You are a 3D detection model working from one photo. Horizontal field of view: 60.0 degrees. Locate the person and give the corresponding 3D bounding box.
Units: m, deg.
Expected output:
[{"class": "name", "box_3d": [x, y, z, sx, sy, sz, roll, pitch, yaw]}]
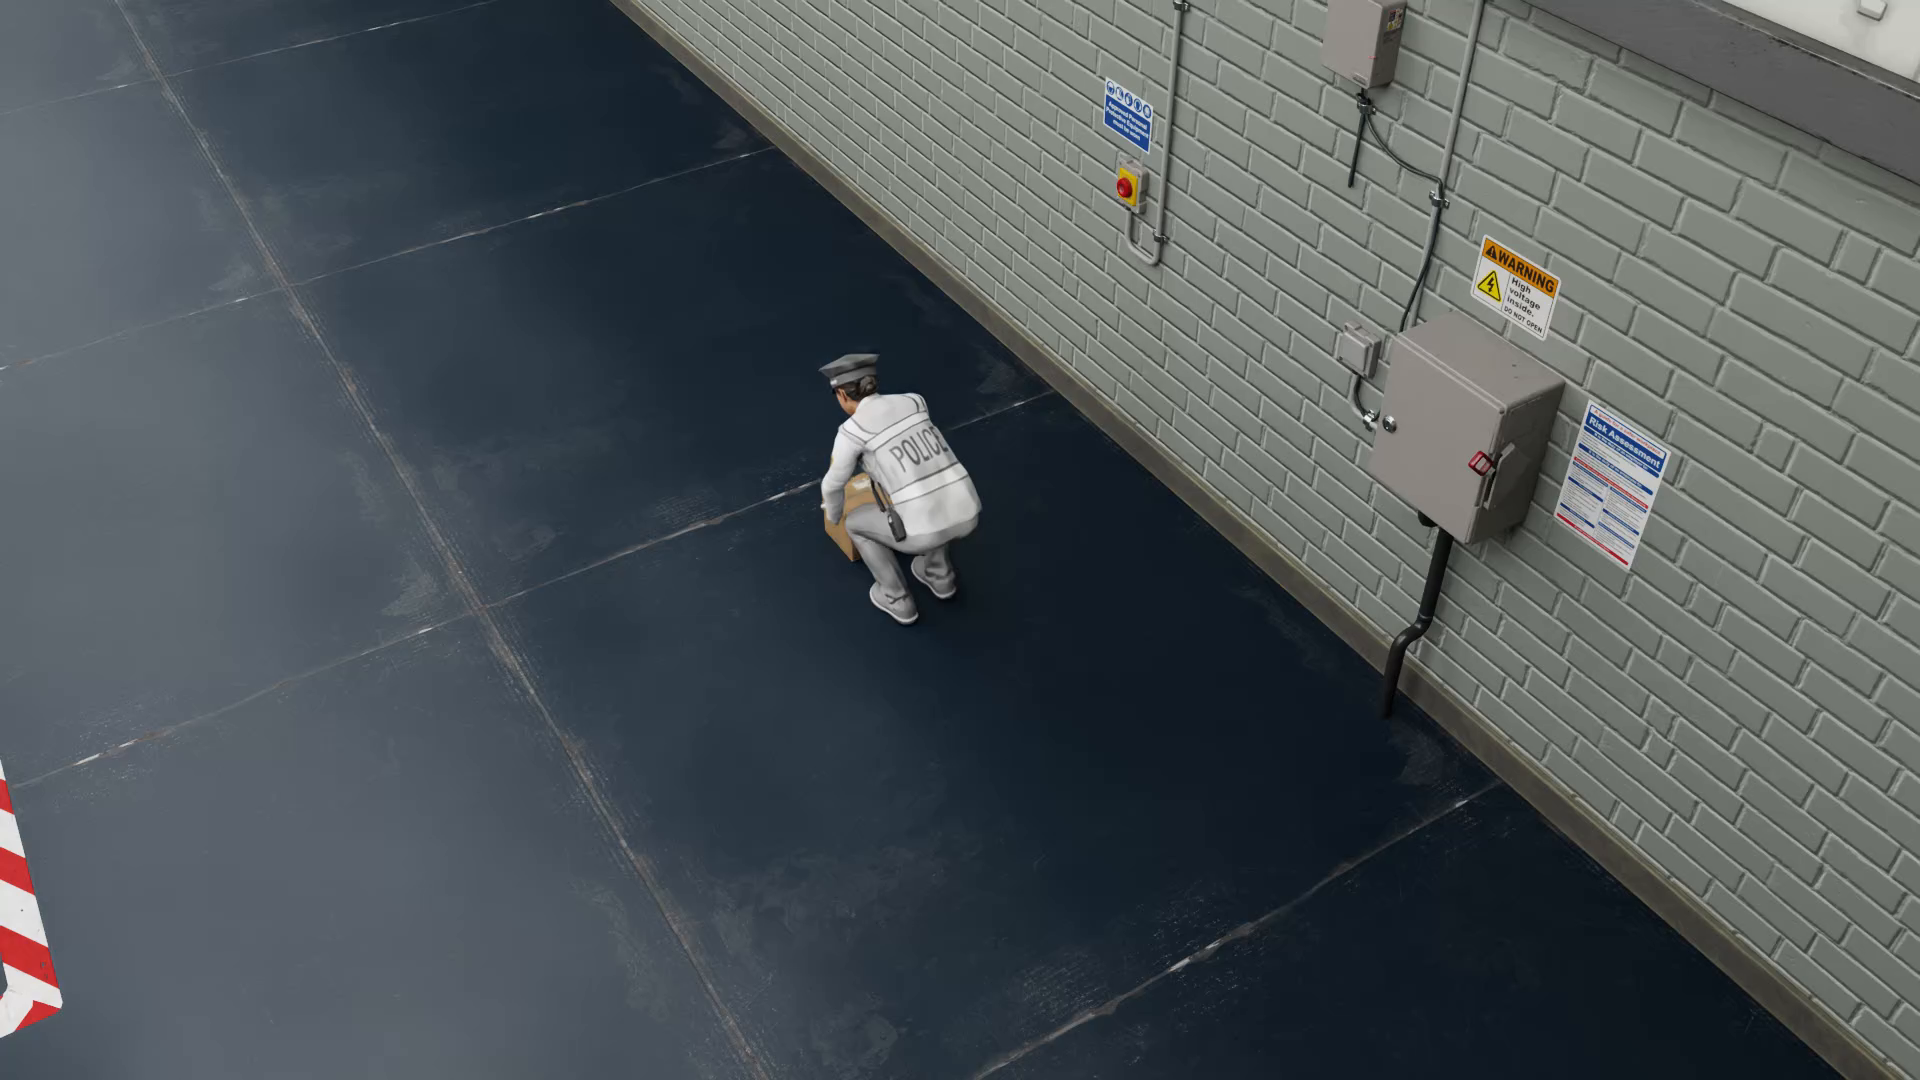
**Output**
[{"class": "person", "box_3d": [-0.273, -0.205, 6.846, 0.505, 1.075, 0.827, -23, 46, -24]}]
